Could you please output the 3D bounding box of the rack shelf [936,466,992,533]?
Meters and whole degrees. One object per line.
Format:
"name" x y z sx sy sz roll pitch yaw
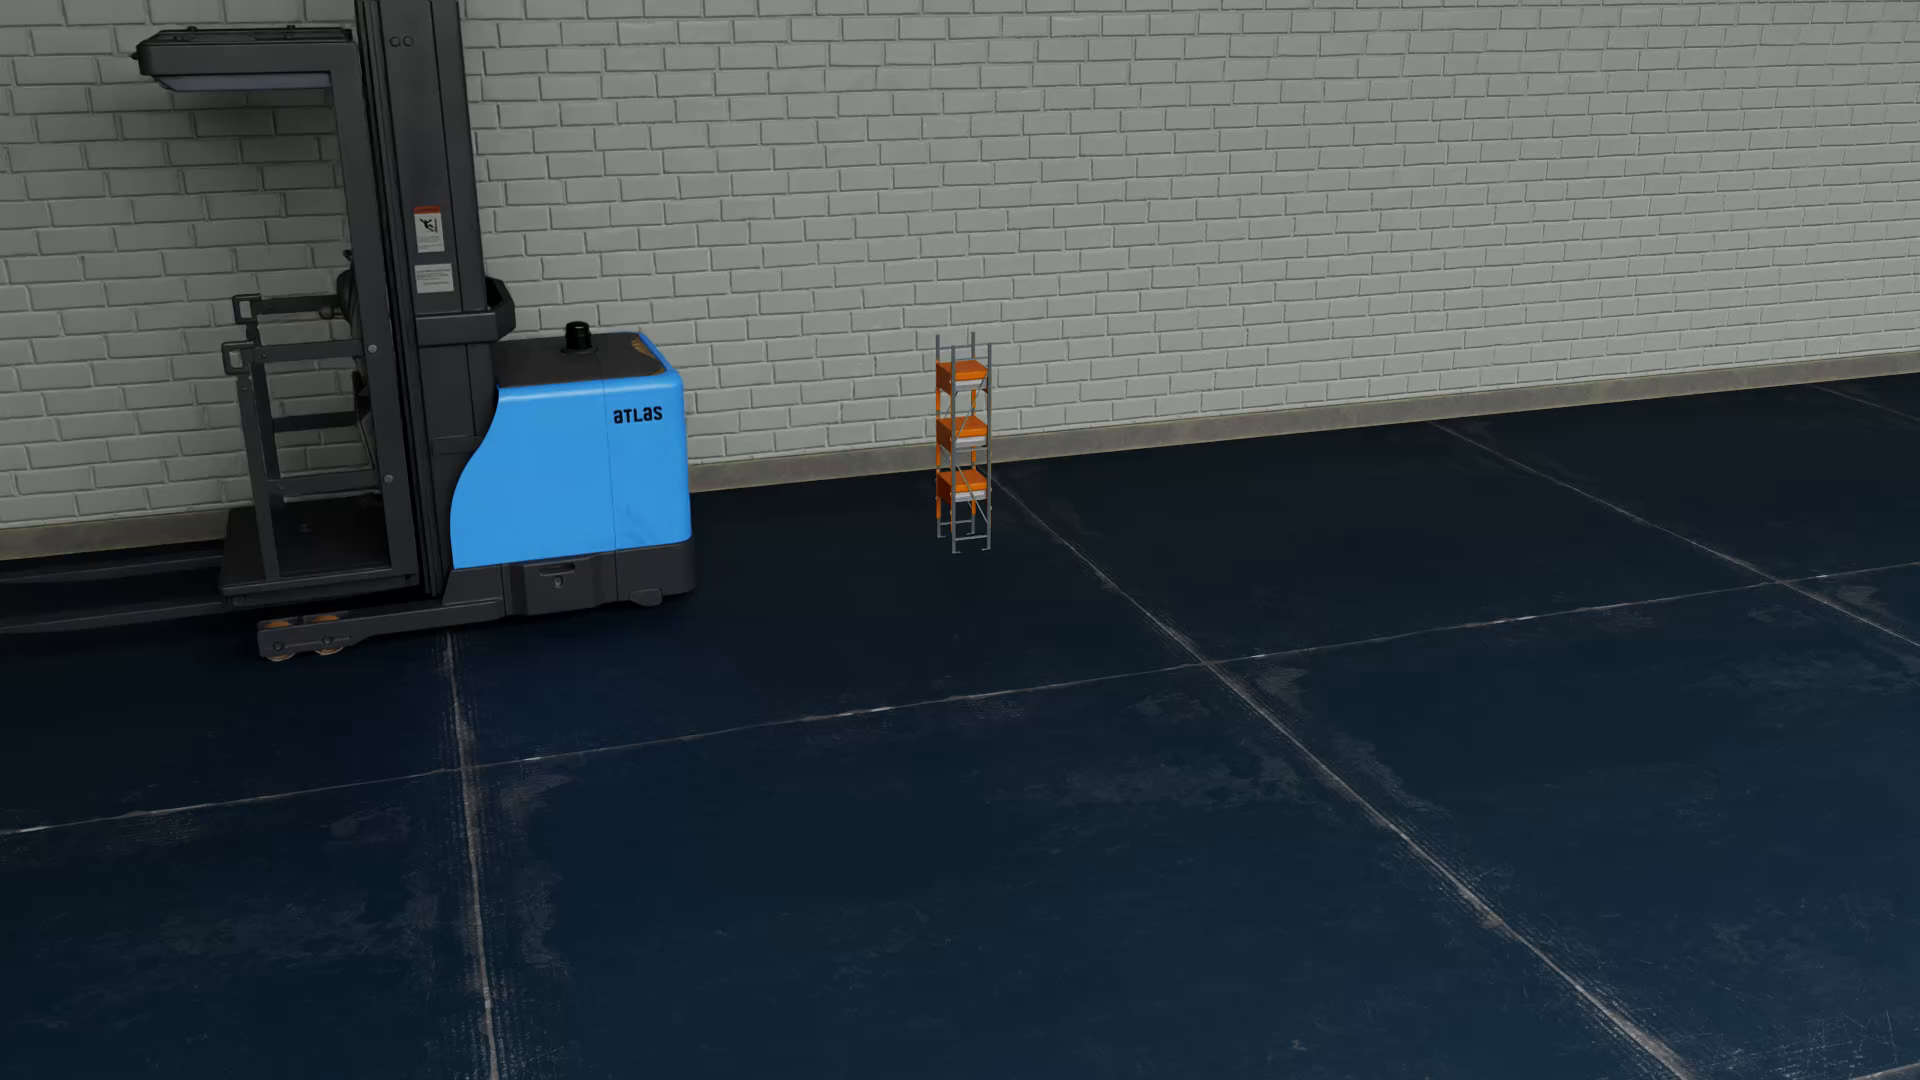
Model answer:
"rack shelf" 0.017 -0.205 8.289 0.215 0.259 0.240 -6 21 -17

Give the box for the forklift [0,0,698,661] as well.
"forklift" -2.776 -1.071 7.062 3.031 2.935 1.130 -7 21 -19

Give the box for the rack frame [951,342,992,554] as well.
"rack frame" 0.055 -0.438 8.082 0.200 1.050 0.008 -6 21 -17

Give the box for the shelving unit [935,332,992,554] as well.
"shelving unit" 0.017 -0.477 8.191 0.215 1.050 0.252 -6 21 -17

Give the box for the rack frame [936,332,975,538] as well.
"rack frame" -0.022 -0.516 8.300 0.200 1.050 0.008 -6 21 -17

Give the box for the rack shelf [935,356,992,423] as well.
"rack shelf" 0.017 -0.734 8.099 0.215 0.259 0.240 -6 21 -17

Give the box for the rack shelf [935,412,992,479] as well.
"rack shelf" 0.017 -0.467 8.195 0.215 0.259 0.240 -6 21 -17
